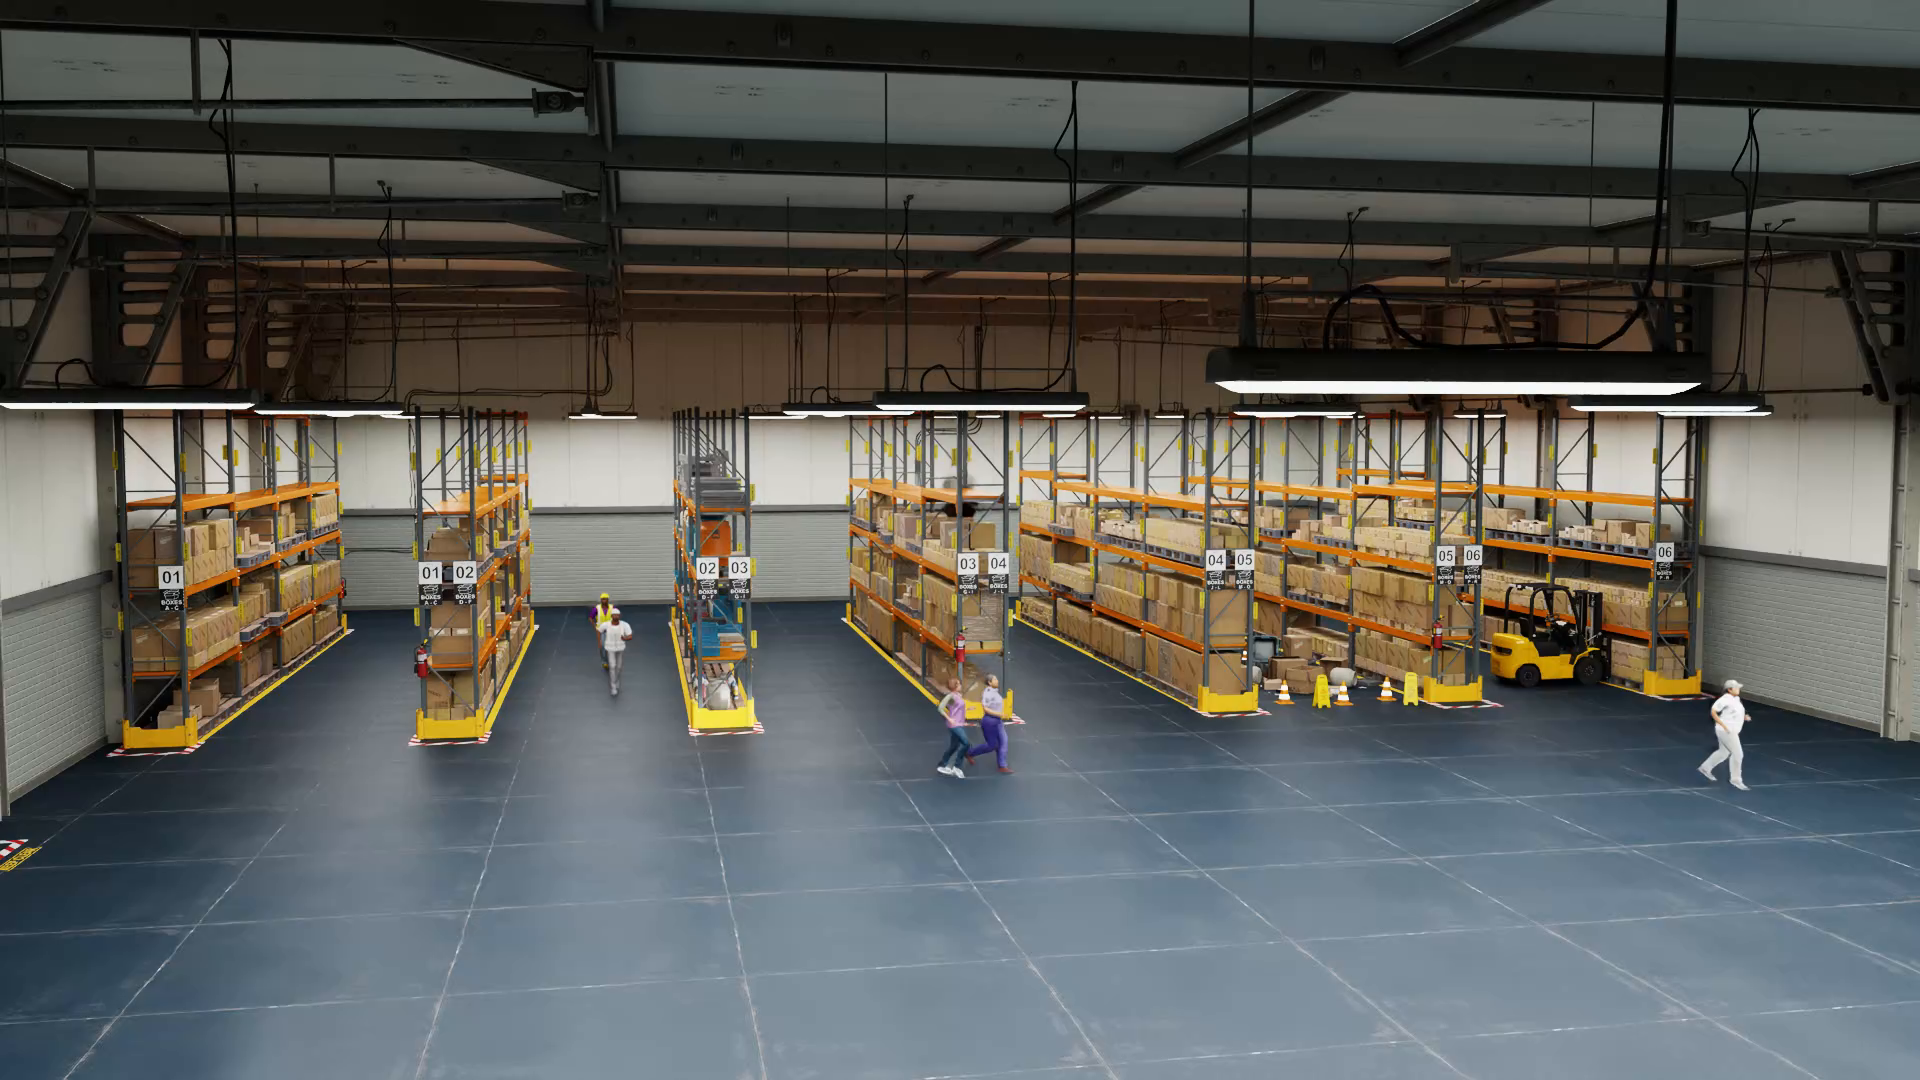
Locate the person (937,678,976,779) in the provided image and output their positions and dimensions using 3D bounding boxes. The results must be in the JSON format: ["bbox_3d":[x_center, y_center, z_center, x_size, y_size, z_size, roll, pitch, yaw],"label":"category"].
[{"bbox_3d":[-0.064,3.026,26.719,0.658,1.628,0.516,1,4,12],"label":"person"}]

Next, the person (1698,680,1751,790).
[{"bbox_3d":[12.036,3.034,26.130,0.771,1.709,0.595,3,5,37],"label":"person"}]

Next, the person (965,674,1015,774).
[{"bbox_3d":[0.478,2.995,27.120,0.841,1.648,0.607,1,4,13],"label":"person"}]

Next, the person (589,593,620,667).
[{"bbox_3d":[-8.288,2.102,38.822,0.726,1.727,0.588,-1,4,-20],"label":"person"}]

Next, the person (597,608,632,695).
[{"bbox_3d":[-7.262,2.322,35.070,0.707,1.773,0.896,-2,4,-22],"label":"person"}]
